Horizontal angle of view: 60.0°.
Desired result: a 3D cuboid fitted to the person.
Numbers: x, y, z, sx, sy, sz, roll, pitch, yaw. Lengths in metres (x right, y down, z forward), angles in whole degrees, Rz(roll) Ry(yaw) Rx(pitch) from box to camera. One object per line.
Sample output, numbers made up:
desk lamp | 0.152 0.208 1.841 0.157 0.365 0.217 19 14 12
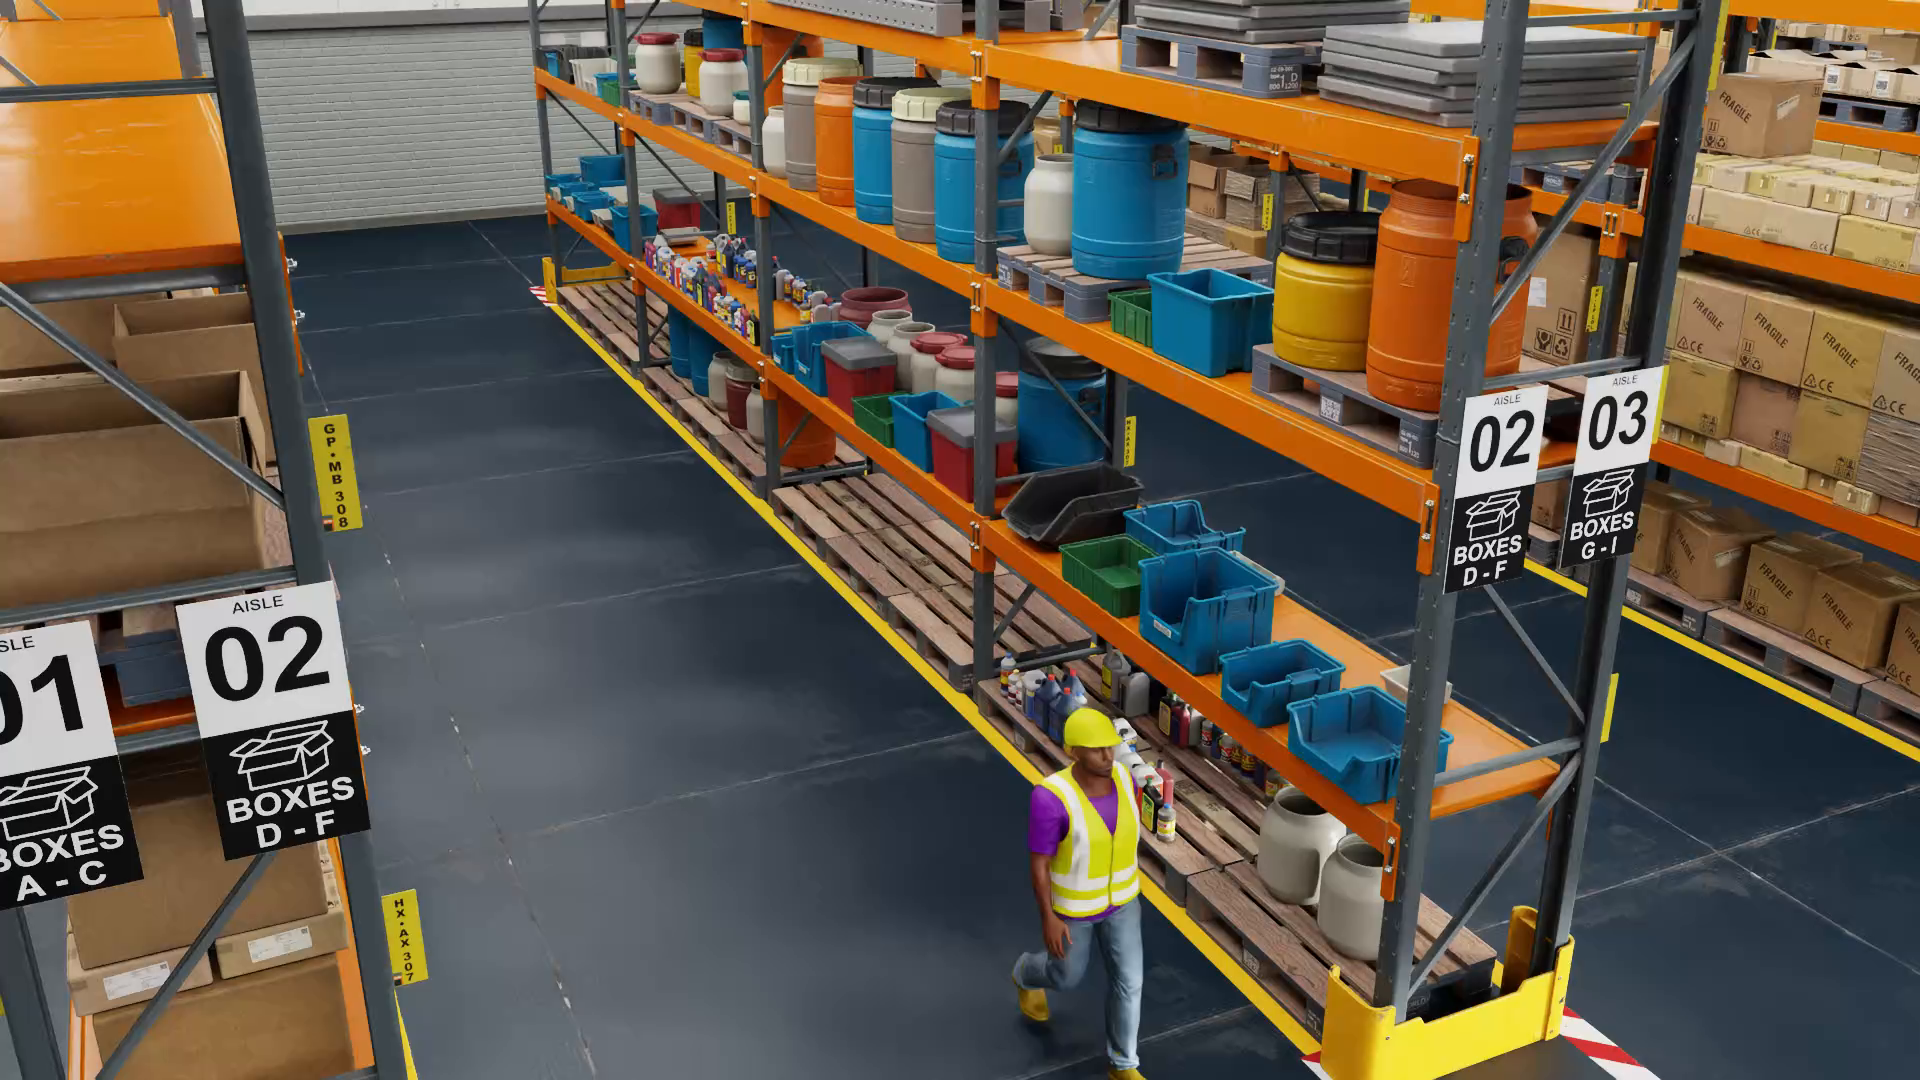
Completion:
person | 0.540 1.530 7.210 0.565 1.739 0.931 -11 24 -24
